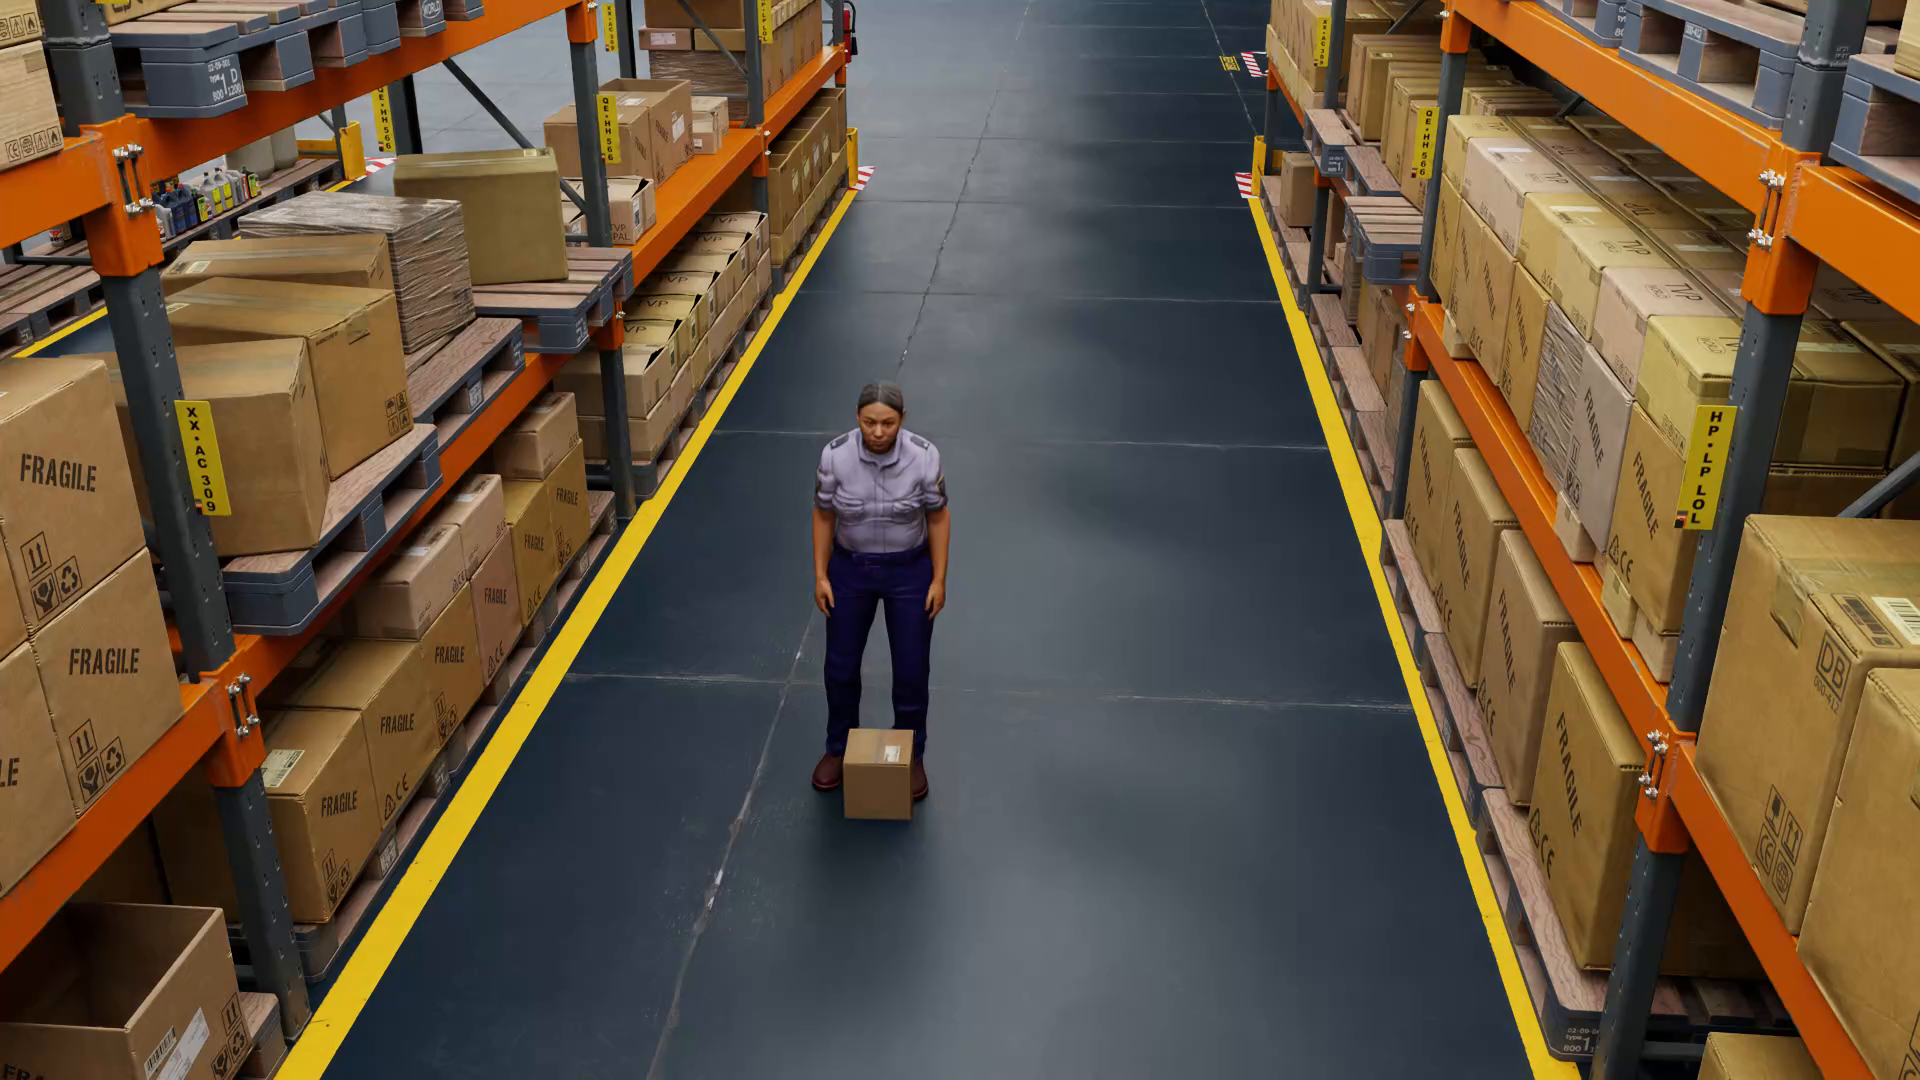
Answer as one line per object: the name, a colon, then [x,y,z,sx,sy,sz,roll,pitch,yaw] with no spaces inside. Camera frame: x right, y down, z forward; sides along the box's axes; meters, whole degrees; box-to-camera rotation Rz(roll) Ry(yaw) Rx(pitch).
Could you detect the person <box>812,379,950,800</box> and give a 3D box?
person: [-0.308,0.170,6.244,0.539,1.652,0.422,1,25,2]
